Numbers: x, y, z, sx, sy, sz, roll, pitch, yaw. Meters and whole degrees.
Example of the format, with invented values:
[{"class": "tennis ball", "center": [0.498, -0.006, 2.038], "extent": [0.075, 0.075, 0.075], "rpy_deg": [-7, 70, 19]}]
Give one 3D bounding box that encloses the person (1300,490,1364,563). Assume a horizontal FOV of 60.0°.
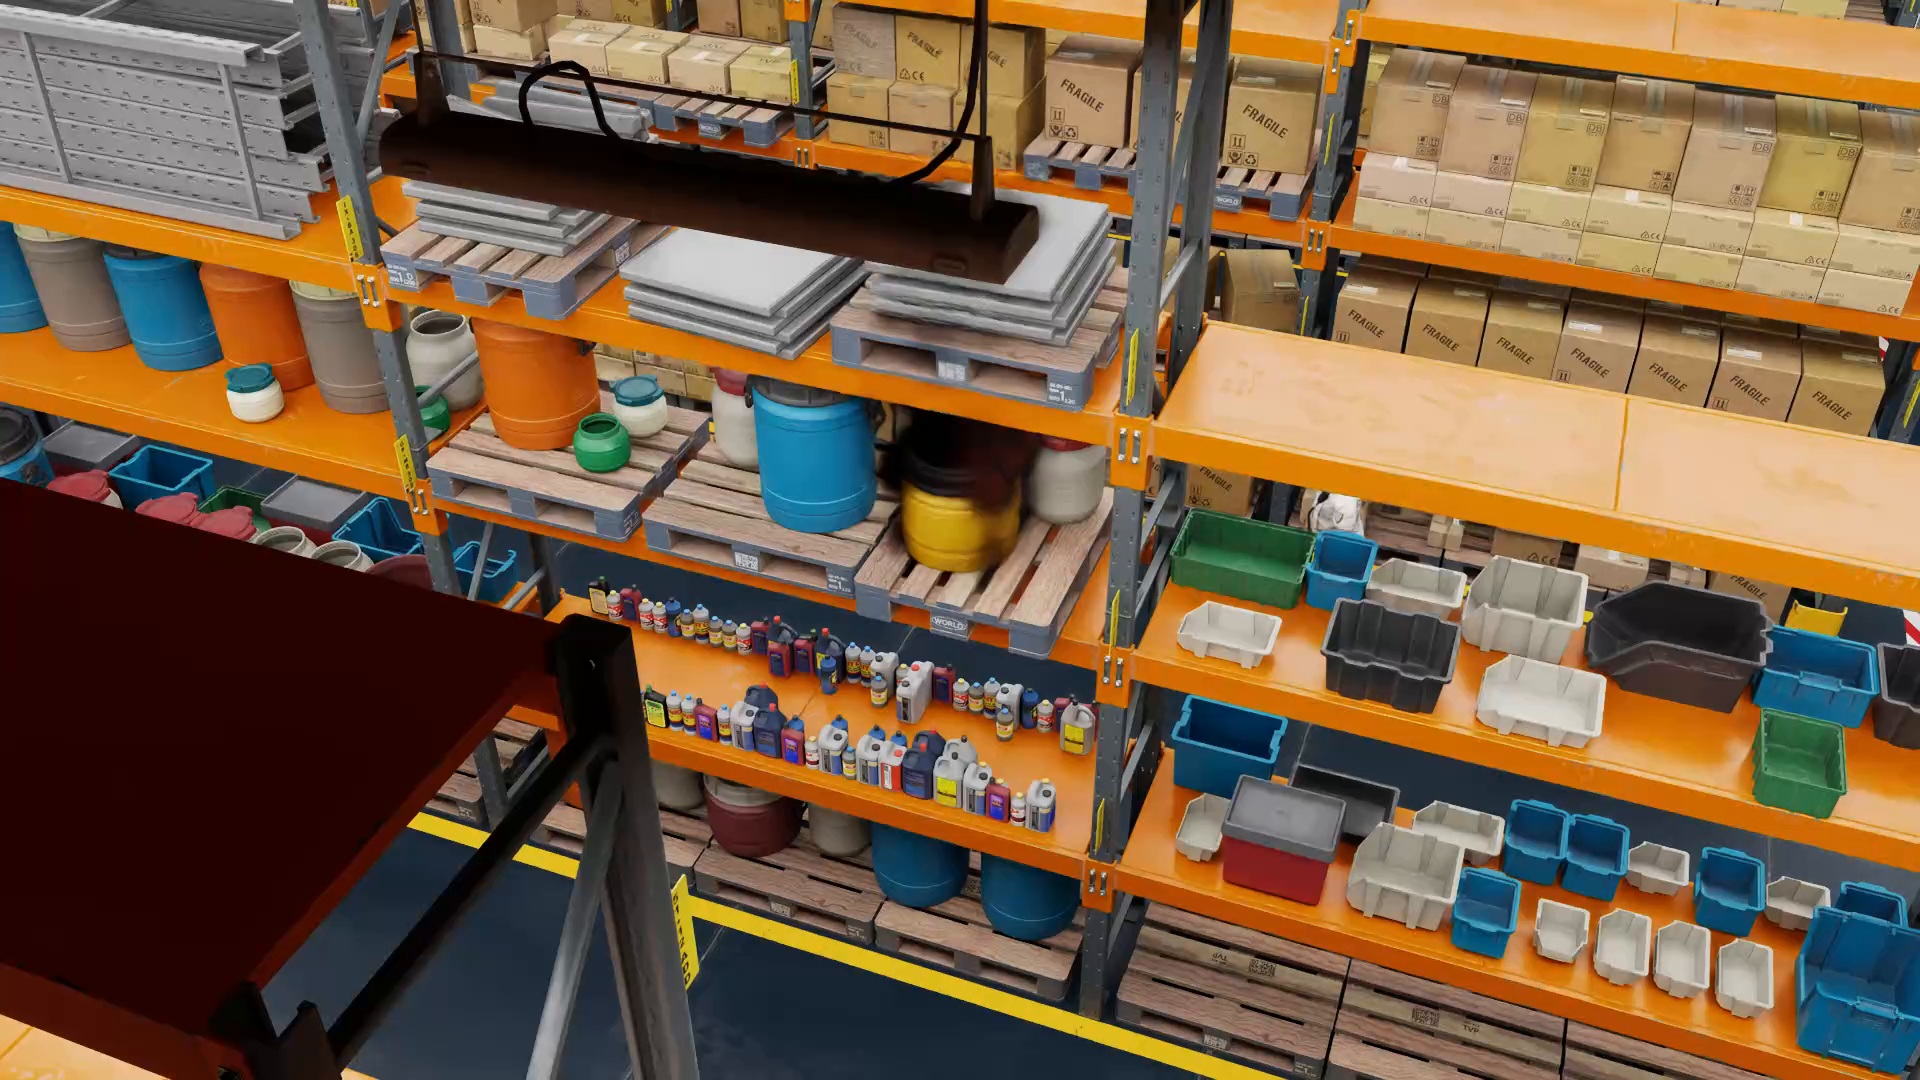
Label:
[{"class": "person", "center": [2.583, 0.054, 11.473], "extent": [0.650, 1.691, 0.613], "rpy_deg": [10, 38, 14]}]
